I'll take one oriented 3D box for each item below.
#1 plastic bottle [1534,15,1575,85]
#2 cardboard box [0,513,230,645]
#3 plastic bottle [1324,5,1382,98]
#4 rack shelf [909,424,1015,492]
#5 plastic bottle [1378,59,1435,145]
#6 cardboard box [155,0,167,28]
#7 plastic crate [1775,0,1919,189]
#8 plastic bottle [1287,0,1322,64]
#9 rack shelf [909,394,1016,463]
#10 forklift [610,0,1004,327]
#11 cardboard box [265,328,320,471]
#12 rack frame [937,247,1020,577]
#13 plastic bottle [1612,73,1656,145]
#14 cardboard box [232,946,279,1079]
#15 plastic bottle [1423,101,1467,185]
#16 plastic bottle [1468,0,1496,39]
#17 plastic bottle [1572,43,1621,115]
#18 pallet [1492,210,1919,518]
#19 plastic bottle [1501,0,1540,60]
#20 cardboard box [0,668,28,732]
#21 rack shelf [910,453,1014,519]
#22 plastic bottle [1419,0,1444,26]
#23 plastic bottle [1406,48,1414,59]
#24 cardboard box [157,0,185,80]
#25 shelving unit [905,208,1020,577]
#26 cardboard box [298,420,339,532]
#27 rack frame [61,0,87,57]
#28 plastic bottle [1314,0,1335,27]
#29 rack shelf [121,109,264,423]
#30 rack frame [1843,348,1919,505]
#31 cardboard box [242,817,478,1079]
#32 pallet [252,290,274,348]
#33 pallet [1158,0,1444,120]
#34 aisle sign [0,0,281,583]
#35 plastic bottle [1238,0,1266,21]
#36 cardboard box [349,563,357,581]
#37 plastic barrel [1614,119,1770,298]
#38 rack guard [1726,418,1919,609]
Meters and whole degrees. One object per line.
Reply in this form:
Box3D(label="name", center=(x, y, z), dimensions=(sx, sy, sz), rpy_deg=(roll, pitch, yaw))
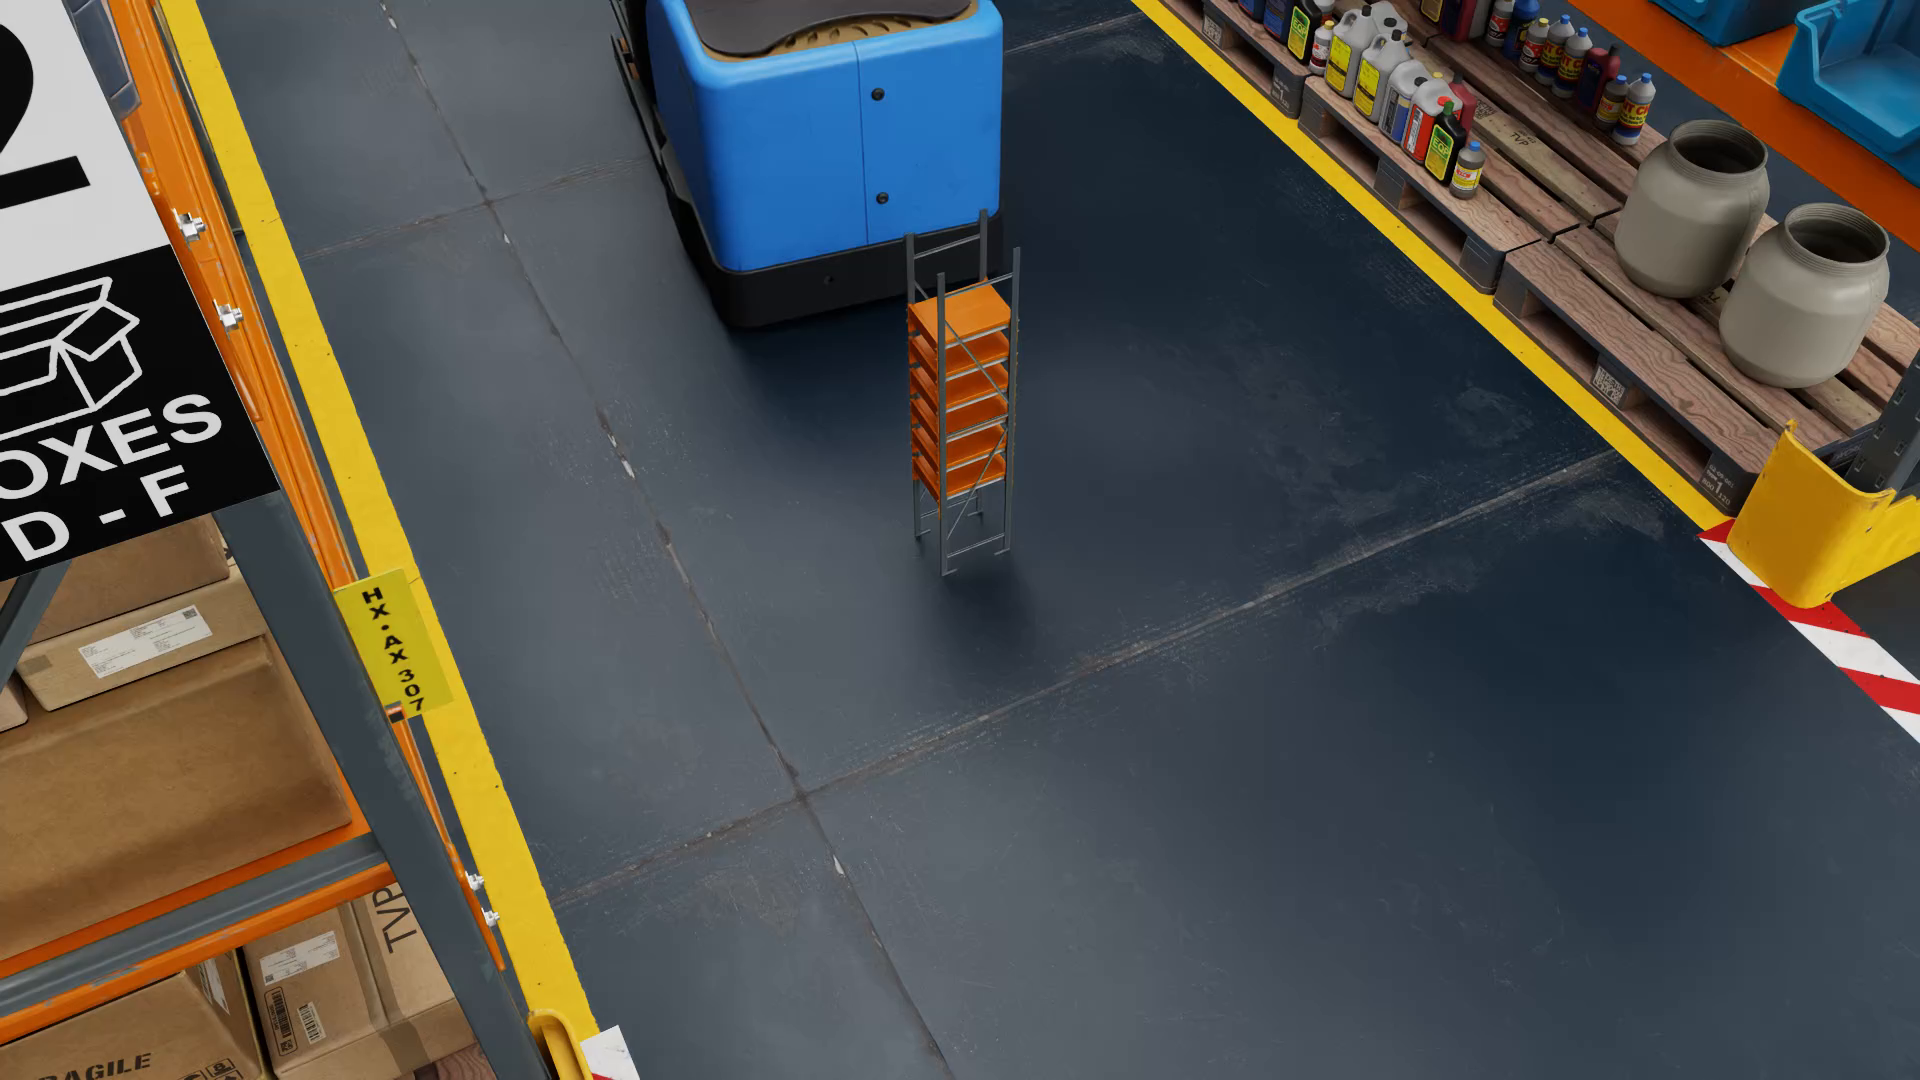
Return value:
Box3D(label="plastic bottle", center=(2.312, -1.907, 6.445), dimensions=(0.097, 0.271, 0.097), rpy_deg=(0, 49, 0))
Box3D(label="cardboard box", center=(-1.566, -0.152, 2.462), dimensions=(0.700, 0.500, 0.500), rpy_deg=(-21, 52, -17))
Box3D(label="plastic bottle", center=(1.518, -1.899, 6.386), dimensions=(0.144, 0.351, 0.185), rpy_deg=(-22, 52, -18))
Box3D(label="rack shelf", center=(0.007, -0.277, 4.914), dimensions=(0.258, 0.103, 0.180), rpy_deg=(-21, 52, -18))
Box3D(label="plastic bottle", center=(1.682, -1.640, 6.209), dimensions=(0.152, 0.276, 0.135), rpy_deg=(-23, 53, -19))
Box3D(label="cardboard box", center=(-3.362, -2.133, 6.298), dimensions=(0.500, 0.311, 0.500), rpy_deg=(-22, 52, -18))
Box3D(label="plastic crate", center=(2.572, -1.226, 4.428), dimensions=(0.499, 0.251, 0.616), rpy_deg=(-21, 52, -18))
Box3D(label="plastic bottle", center=(1.362, -2.036, 6.551), dimensions=(0.061, 0.283, 0.133), rpy_deg=(-19, 52, -16))
Box3D(label="rack shelf", center=(0.007, -0.356, 4.823), dimensions=(0.258, 0.103, 0.180), rpy_deg=(-21, 52, -18))
Box3D(label="forklift", center=(-0.803, -2.844, 5.790), dimensions=(1.130, 2.935, 3.031), rpy_deg=(-14, 50, -12))
Box3D(label="cardboard box", center=(-2.301, -0.347, 5.108), dimensions=(0.500, 0.250, 0.500), rpy_deg=(-21, 52, -18))
Box3D(label="rack frame", center=(0.049, -0.324, 4.736), dimensions=(0.240, 1.200, 0.006), rpy_deg=(-21, 52, -18))
Box3D(label="plastic bottle", center=(2.514, -1.610, 6.186), dimensions=(0.097, 0.271, 0.097), rpy_deg=(0, 49, 0))
Box3D(label="cardboard box", center=(-1.847, 1.170, 3.781), dimensions=(0.500, 0.250, 0.500), rpy_deg=(-21, 52, -18))
Box3D(label="plastic bottle", center=(1.767, -1.444, 6.032), dimensions=(0.061, 0.283, 0.133), rpy_deg=(-20, 52, -17))
Box3D(label="plastic bottle", center=(2.094, -2.182, 6.683), dimensions=(0.152, 0.276, 0.135), rpy_deg=(-20, 52, -17))
Box3D(label="plastic bottle", center=(2.427, -1.772, 6.320), dimensions=(0.061, 0.283, 0.133), rpy_deg=(-20, 52, -17))
Box3D(label="pallet", center=(2.623, -0.705, 5.727), dimensions=(1.003, 0.211, 1.213), rpy_deg=(-21, 52, -18))
Box3D(label="plastic bottle", center=(2.219, -2.042, 6.564), dimensions=(0.097, 0.271, 0.097), rpy_deg=(0, 49, 0))
Box3D(label="cardboard box", center=(-1.684, 0.224, 2.564), dimensions=(0.380, 0.149, 0.250), rpy_deg=(-22, 52, -18))
Box3D(label="rack shelf", center=(0.007, -0.198, 5.004), dimensions=(0.258, 0.103, 0.180), rpy_deg=(-21, 52, -18))
Box3D(label="plastic bottle", center=(1.944, -2.242, 6.730), dimensions=(0.061, 0.283, 0.133), rpy_deg=(-21, 52, -18))
Box3D(label="plastic bottle", center=(1.690, -1.796, 6.395), dimensions=(0.097, 0.201, 0.097), rpy_deg=(0, 49, 0))
Box3D(label="cardboard box", center=(-3.367, -1.947, 6.508), dimensions=(0.500, 0.250, 0.500), rpy_deg=(-20, 52, -17))
Box3D(label="shelving unit", center=(0.007, -0.385, 4.790), dimensions=(0.258, 1.200, 0.189), rpy_deg=(-21, 52, -18))
Box3D(label="cardboard box", center=(-2.071, -0.260, 4.534), dimensions=(0.500, 0.500, 0.500), rpy_deg=(-21, 52, -18))
Box3D(label="rack frame", center=(-1.339, -1.314, 0.421), dimensions=(1.000, 3.000, 0.127), rpy_deg=(-21, 52, -18))
Box3D(label="plastic bottle", center=(1.424, -2.072, 6.589), dimensions=(0.097, 0.271, 0.097), rpy_deg=(0, 49, 0))
Box3D(label="rack shelf", center=(-2.255, -1.429, 2.992), dimensions=(1.077, 0.370, 4.000), rpy_deg=(-21, 52, -18))
Box3D(label="rack frame", center=(3.067, -1.043, 4.169), dimensions=(1.000, 3.000, 0.127), rpy_deg=(-21, 52, -18))
Box3D(label="cardboard box", center=(-1.387, 0.992, 3.937), dimensions=(0.500, 0.250, 0.500), rpy_deg=(-21, 52, -18))
Box3D(label="pallet", center=(-2.843, -0.552, 5.592), dimensions=(1.003, 0.211, 1.213), rpy_deg=(-21, 52, -18))
Box3D(label="pallet", center=(1.507, -2.338, 7.155), dimensions=(1.003, 0.211, 1.213), rpy_deg=(-21, 52, -18))
Box3D(label="aisle sign", center=(-1.037, -0.257, 1.755), dimensions=(0.394, 0.787, 0.004), rpy_deg=(-21, 52, -18))
Box3D(label="plastic bottle", center=(1.237, -2.310, 6.745), dimensions=(0.144, 0.351, 0.185), rpy_deg=(-20, 52, -17))
Box3D(label="cardboard box", center=(-1.847, 0.324, 4.522), dimensions=(0.500, 0.250, 0.500), rpy_deg=(-21, 52, -18))
Box3D(label="plastic barrel", center=(2.468, -1.112, 5.603), dimensions=(0.421, 0.512, 0.421), rpy_deg=(0, 49, 0))
Box3D(label="rack guard", center=(2.990, -0.255, 5.141), dimensions=(1.175, 0.500, 0.348), rpy_deg=(-21, 52, -18))
